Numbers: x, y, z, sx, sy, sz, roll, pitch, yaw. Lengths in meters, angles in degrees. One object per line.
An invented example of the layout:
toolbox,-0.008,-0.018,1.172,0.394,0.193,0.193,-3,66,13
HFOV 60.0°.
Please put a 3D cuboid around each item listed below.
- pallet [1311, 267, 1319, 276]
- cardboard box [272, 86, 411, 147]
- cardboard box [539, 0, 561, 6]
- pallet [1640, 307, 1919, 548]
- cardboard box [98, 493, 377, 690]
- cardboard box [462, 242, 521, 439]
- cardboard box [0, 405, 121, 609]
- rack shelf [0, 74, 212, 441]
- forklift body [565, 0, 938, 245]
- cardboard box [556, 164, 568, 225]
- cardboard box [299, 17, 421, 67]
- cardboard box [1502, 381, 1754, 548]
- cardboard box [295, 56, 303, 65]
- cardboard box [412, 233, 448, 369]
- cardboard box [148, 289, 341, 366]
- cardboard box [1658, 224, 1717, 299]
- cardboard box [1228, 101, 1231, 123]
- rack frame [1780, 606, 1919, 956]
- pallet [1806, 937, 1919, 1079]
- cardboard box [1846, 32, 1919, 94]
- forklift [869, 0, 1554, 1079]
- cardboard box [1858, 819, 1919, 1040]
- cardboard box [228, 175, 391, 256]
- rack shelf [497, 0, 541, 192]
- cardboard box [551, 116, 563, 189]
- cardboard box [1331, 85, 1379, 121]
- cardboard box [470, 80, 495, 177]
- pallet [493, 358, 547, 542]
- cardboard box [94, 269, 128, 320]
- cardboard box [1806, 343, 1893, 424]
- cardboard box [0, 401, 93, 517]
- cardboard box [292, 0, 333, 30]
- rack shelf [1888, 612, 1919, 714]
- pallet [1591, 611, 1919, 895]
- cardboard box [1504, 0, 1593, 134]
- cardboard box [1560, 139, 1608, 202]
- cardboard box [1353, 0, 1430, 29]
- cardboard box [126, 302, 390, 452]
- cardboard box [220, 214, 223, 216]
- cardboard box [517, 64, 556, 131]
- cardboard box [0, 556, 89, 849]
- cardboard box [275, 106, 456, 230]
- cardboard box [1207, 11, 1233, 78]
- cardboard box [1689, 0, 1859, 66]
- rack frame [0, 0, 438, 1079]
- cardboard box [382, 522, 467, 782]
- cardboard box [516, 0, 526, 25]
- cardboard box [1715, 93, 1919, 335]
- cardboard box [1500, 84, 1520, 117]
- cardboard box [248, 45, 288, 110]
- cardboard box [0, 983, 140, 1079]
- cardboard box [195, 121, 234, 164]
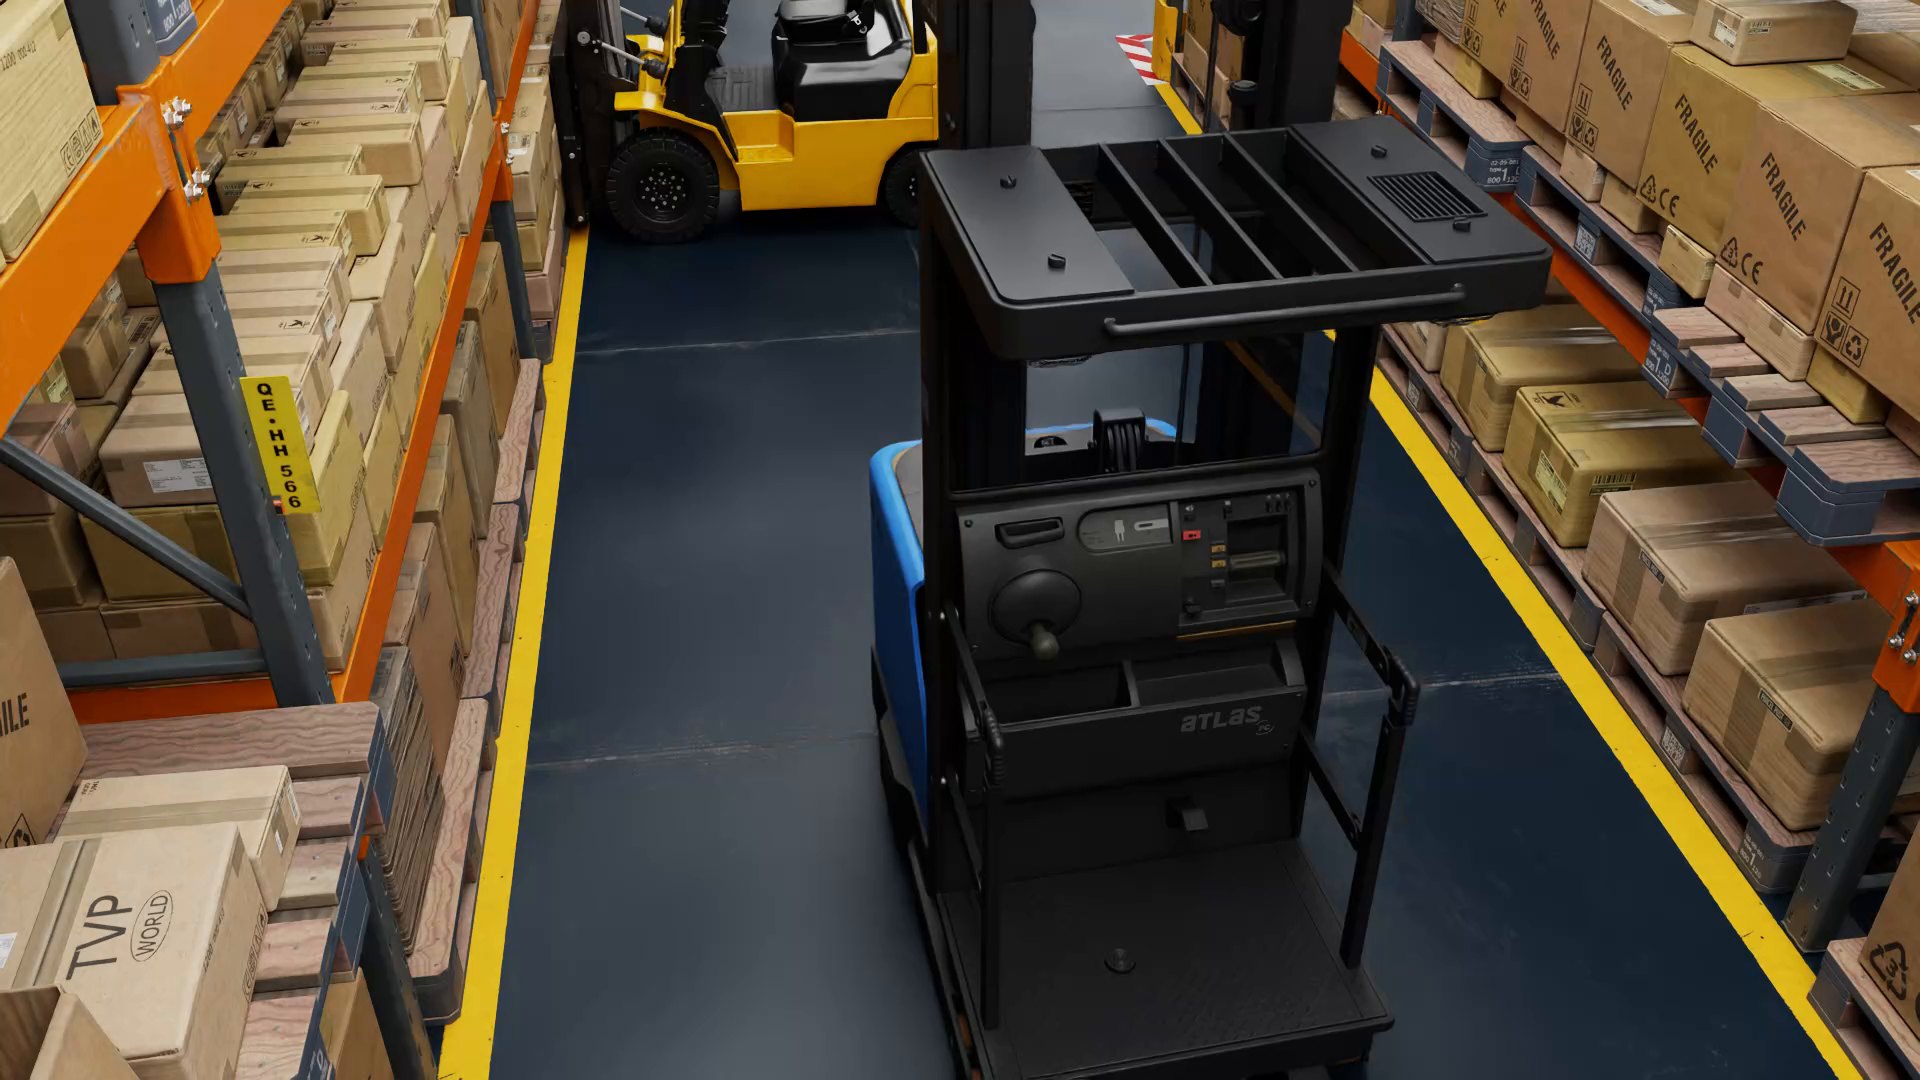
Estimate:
pallet,2.325,-1.529,8.806,1.003,0.211,1.213,-4,35,-6
cardboard box,-2.000,-1.356,5.411,0.380,0.149,0.250,-4,34,-6
cardboard box,-2.560,-3.096,9.810,0.500,0.250,0.500,-4,34,-6
pallet,2.787,-0.387,4.825,1.213,0.211,1.003,-4,35,-6
cardboard box,-1.747,0.097,4.077,0.500,0.250,0.500,-4,35,-6
cardboard box,-2.386,-0.833,7.045,0.875,0.625,0.625,-3,34,-4
cardboard box,-2.265,-0.073,3.883,0.500,0.250,0.500,-4,34,-5
rack shelf,-1.661,0.475,1.365,1.077,0.370,4.000,-4,35,-6
forklift body,-0.943,-2.892,9.084,2.313,2.155,1.214,-4,35,-6
cardboard box,-2.373,-1.831,8.842,0.500,0.250,0.500,-4,34,-6
cardboard box,-2.168,-1.783,6.039,0.380,0.149,0.250,-4,35,-6
cardboard box,2.719,-0.315,6.510,0.950,0.372,0.625,-3,34,-5
cardboard box,-2.653,-1.773,6.377,0.500,0.250,0.500,-5,35,-7
cardboard box,-1.954,-0.761,5.336,0.500,0.250,0.500,-3,34,-5
cardboard box,-1.778,-0.499,4.154,0.380,0.149,0.250,-3,34,-5
cardboard box,2.448,-0.887,5.238,0.380,0.149,0.250,-4,34,-6
cardboard box,1.894,-2.518,9.851,0.500,0.250,0.500,-2,34,-3
rack frame,2.988,-0.077,4.199,1.000,3.000,0.127,-4,35,-6
pallet,3.020,1.521,4.331,1.003,0.211,1.213,-4,35,-6
cardboard box,3.002,-1.269,5.223,0.500,0.500,0.500,-4,34,-6
forklift,0.503,0.125,3.963,1.130,2.935,3.031,-7,35,-10
cardboard box,2.999,1.019,4.105,0.875,0.875,0.875,-5,35,-7
cardboard box,-1.865,-0.928,4.783,0.380,0.149,0.250,-4,34,-5
rack shelf,-2.737,-2.750,8.760,1.077,0.370,4.000,-4,35,-6
cardboard box,-2.353,-2.031,8.691,0.500,0.250,0.500,-5,35,-7
cardboard box,2.105,-1.966,8.374,0.500,0.500,0.500,-5,35,-7
cardboard box,-2.141,-1.608,6.579,0.500,0.250,0.500,-4,34,-5
pallet,-2.330,-0.371,7.106,1.003,0.211,1.213,-4,35,-6
cardboard box,-2.396,-0.593,4.292,0.380,0.149,0.250,-5,35,-7
cardboard box,2.603,-0.456,4.606,0.380,0.149,0.250,-4,34,-6
cardboard box,-2.174,-0.174,3.678,0.380,0.149,0.250,-3,34,-5
cardboard box,-2.633,-2.028,6.398,0.380,0.149,0.250,-5,35,-7
rack shelf,3.257,1.336,2.764,1.077,0.370,4.000,-4,35,-6
pallet,2.885,0.639,5.625,1.003,0.211,1.213,-4,35,-6
cardboard box,2.350,-1.807,6.012,0.500,0.500,0.500,-5,35,-7
cardboard box,2.359,-1.317,5.869,0.380,0.149,0.250,-3,34,-5
cardboard box,2.144,-2.702,7.699,0.500,0.500,0.500,-5,35,-8
cardboard box,-1.813,-0.389,4.347,0.500,0.250,0.500,-3,34,-5
cardboard box,-2.461,-0.919,5.125,0.500,0.250,0.500,-5,35,-7
cardboard box,-2.359,-2.238,8.551,0.500,0.250,0.500,-3,34,-5
cardboard box,-2.015,0.385,3.059,0.500,0.500,0.500,-3,34,-4
cardboard box,-2.009,-1.249,5.608,0.500,0.250,0.500,-4,34,-5
cardboard box,1.825,-3.113,10.057,0.500,0.500,0.500,-6,35,-8
cardboard box,2.489,-1.574,5.095,0.380,0.149,0.250,-6,35,-9
rack frame,-1.930,0.301,3.645,1.000,3.000,0.127,-4,35,-6
cardboard box,-2.096,0.396,5.242,0.875,0.625,0.625,-3,34,-5
cardboard box,-2.424,-2.812,8.123,0.500,0.500,0.500,-5,35,-7
cardboard box,2.571,-0.935,4.733,0.500,0.500,0.500,-5,35,-7
cardboard box,2.351,-1.754,6.510,0.380,0.149,0.250,-2,34,-3
cardboard box,-2.561,-1.594,5.761,0.380,0.149,0.250,-5,35,-7
cardboard box,-1.527,0.982,2.181,0.797,0.503,0.637,-5,35,-7
cardboard box,-2.474,-1.174,5.144,0.380,0.149,0.250,-4,34,-6
